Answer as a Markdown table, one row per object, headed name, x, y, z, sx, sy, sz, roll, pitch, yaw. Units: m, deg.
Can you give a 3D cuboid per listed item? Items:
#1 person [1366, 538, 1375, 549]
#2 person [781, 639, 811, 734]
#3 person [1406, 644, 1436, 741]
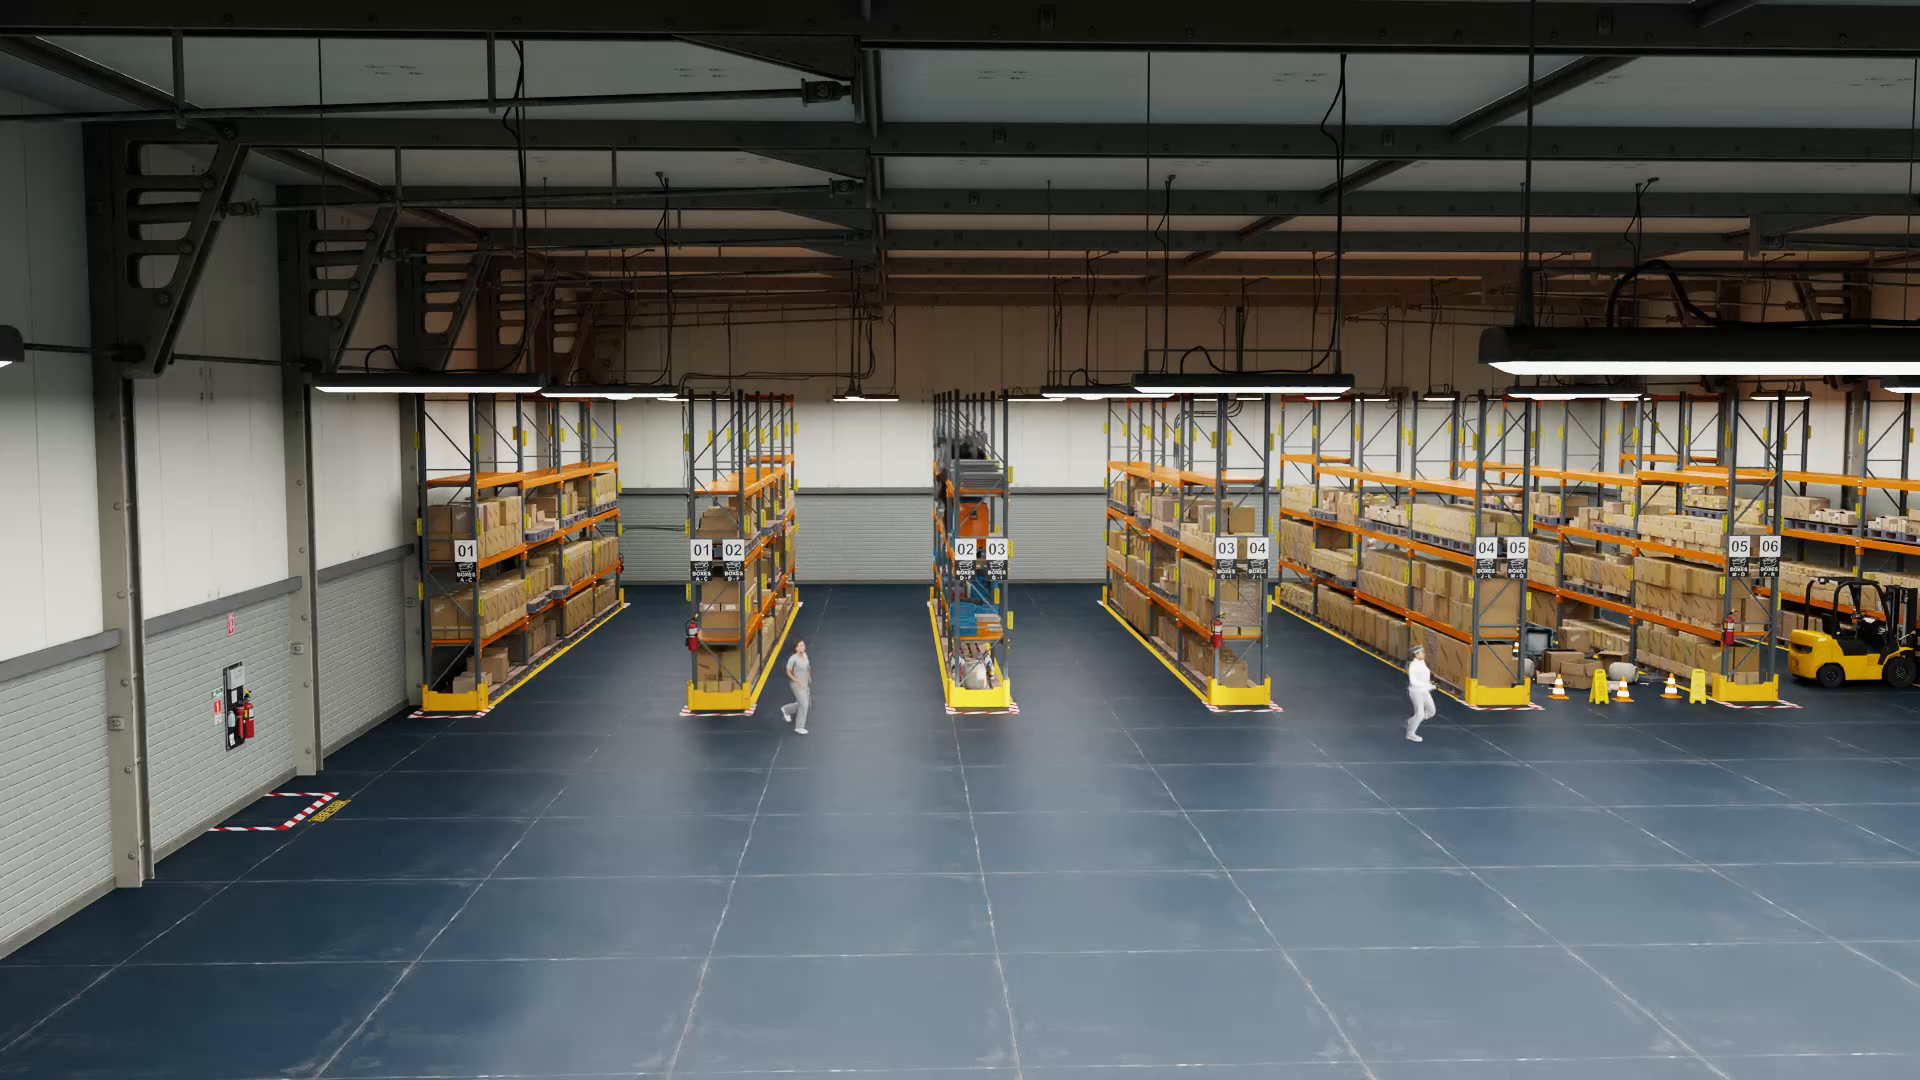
| name | x | y | z | sx | sy | sz | roll | pitch | yaw |
| --- | --- | --- | --- | --- | --- | --- | --- | --- | --- |
| person | 12.299 | 0.840 | 49.233 | 0.708 | 1.769 | 0.651 | 1 | 5 | 7 |
| person | -2.883 | 2.542 | 29.100 | 0.638 | 1.651 | 0.572 | 3 | 6 | 34 |
| person | 7.853 | 2.594 | 28.286 | 0.536 | 1.654 | 0.603 | 4 | 6 | 39 |
